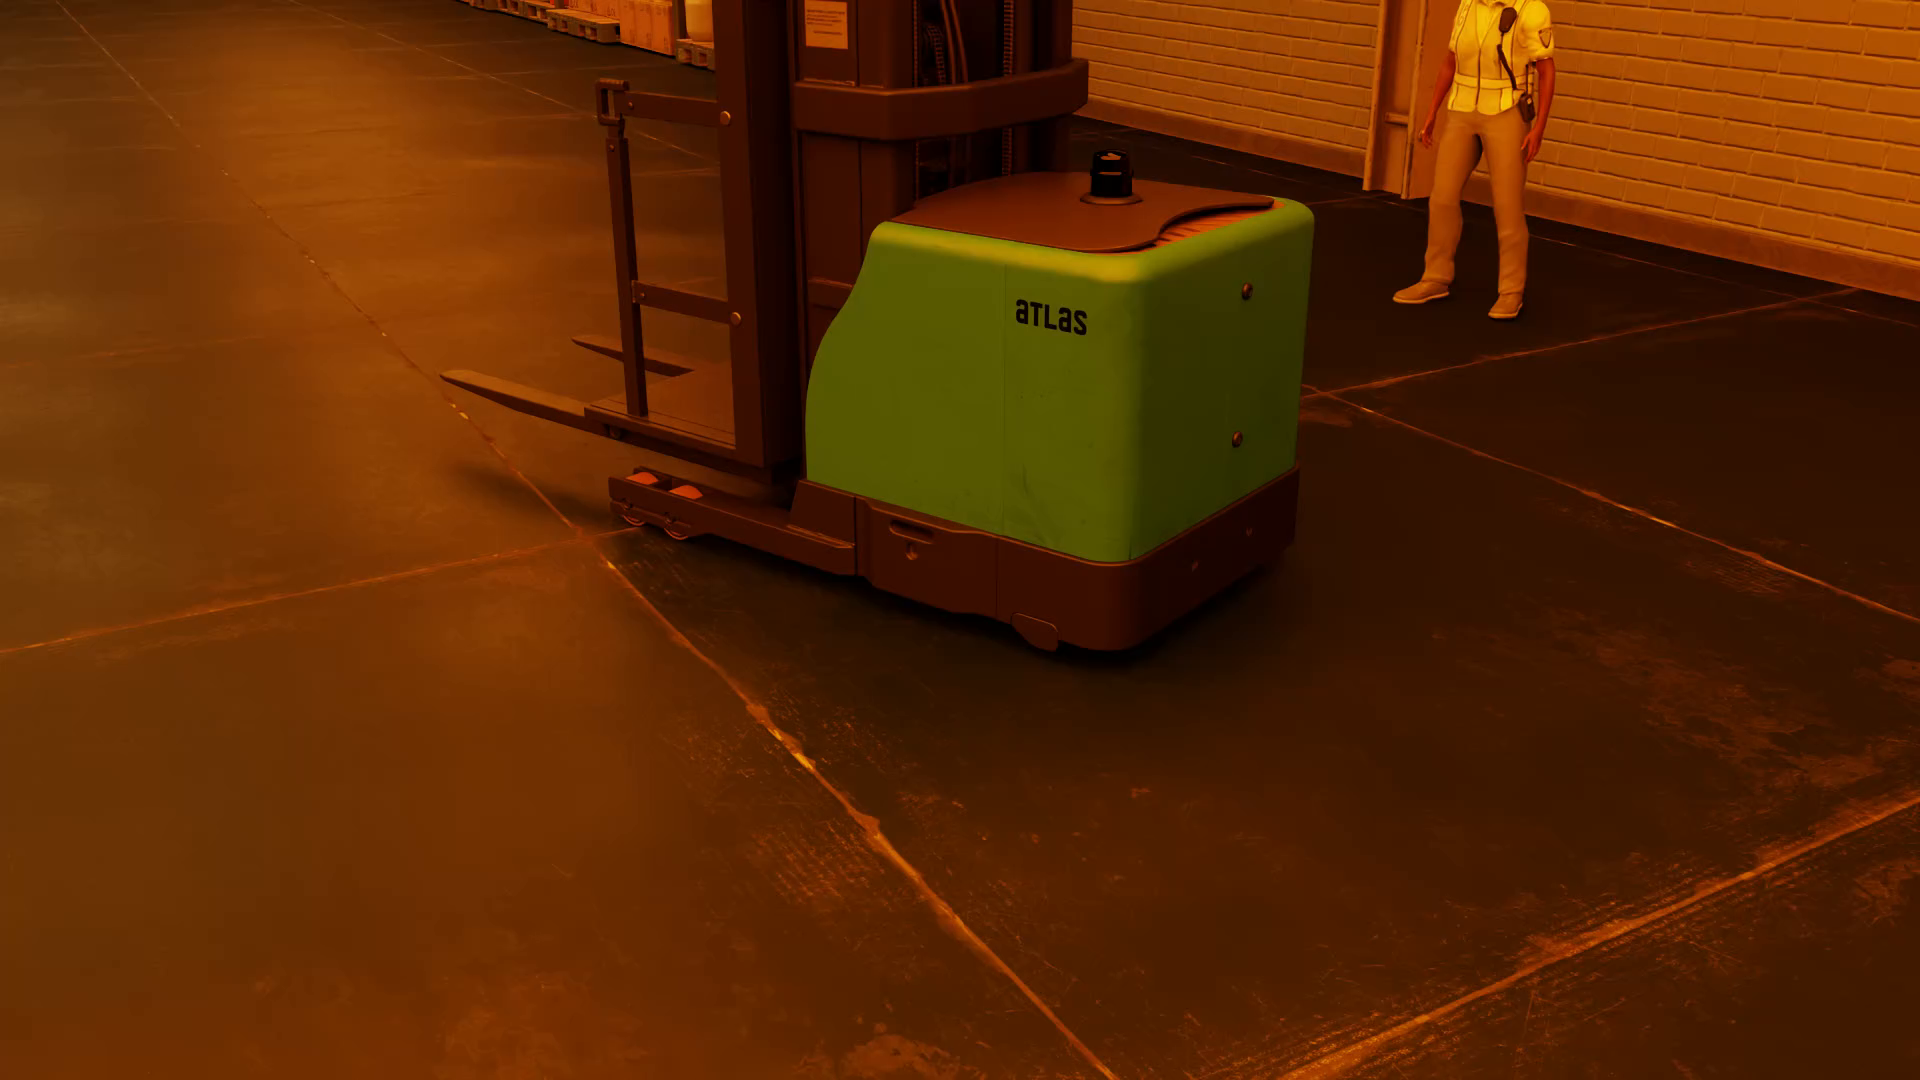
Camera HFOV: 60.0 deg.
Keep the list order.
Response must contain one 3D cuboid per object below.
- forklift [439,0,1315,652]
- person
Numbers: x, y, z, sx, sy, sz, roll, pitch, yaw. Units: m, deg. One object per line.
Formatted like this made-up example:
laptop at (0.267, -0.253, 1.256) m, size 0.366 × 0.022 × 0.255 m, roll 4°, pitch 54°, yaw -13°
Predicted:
forklift at (-0.481, -1.497, 4.922) m, size 3.031 × 2.935 × 1.130 m, roll 16°, pitch 27°, yaw 34°
person at (2.384, -1.874, 7.525) m, size 0.420 × 1.666 × 0.590 m, roll -21°, pitch 30°, yaw -41°
